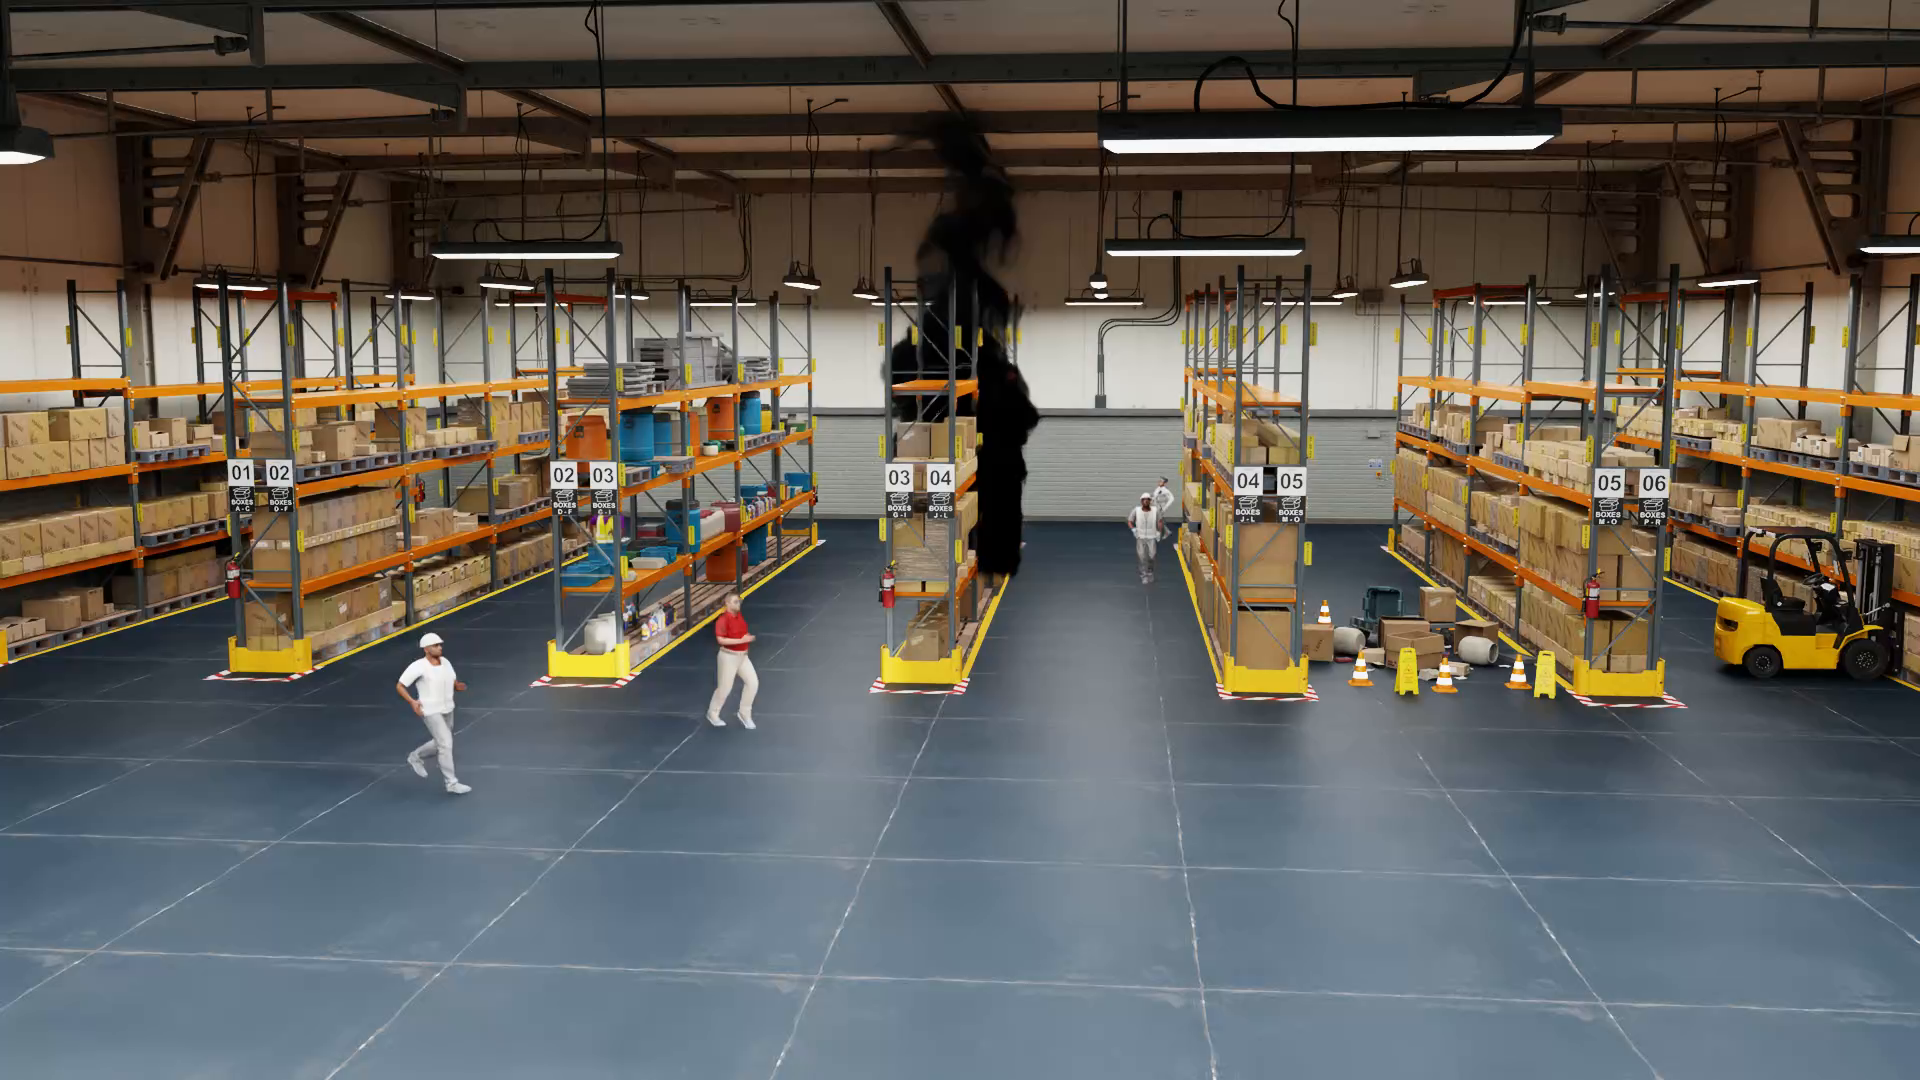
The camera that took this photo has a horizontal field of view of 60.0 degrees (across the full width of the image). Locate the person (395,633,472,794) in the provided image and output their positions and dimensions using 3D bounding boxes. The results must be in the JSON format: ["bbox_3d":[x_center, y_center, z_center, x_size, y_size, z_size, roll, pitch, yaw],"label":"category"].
[{"bbox_3d":[-5.800,1.894,18.384,0.963,1.747,0.710,3,8,23],"label":"person"}]

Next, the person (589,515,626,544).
[{"bbox_3d":[-6.571,0.097,30.963,0.692,1.802,0.660,-1,7,-7],"label":"person"}]

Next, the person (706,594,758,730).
[{"bbox_3d":[-2.911,1.579,21.296,0.780,1.805,0.682,4,8,30],"label":"person"}]

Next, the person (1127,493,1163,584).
[{"bbox_3d":[3.546,-0.019,31.849,0.683,1.767,0.551,1,7,5],"label":"person"}]

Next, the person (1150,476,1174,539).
[{"bbox_3d":[4.839,-0.745,40.534,0.856,1.649,0.671,-2,7,-12],"label":"person"}]
